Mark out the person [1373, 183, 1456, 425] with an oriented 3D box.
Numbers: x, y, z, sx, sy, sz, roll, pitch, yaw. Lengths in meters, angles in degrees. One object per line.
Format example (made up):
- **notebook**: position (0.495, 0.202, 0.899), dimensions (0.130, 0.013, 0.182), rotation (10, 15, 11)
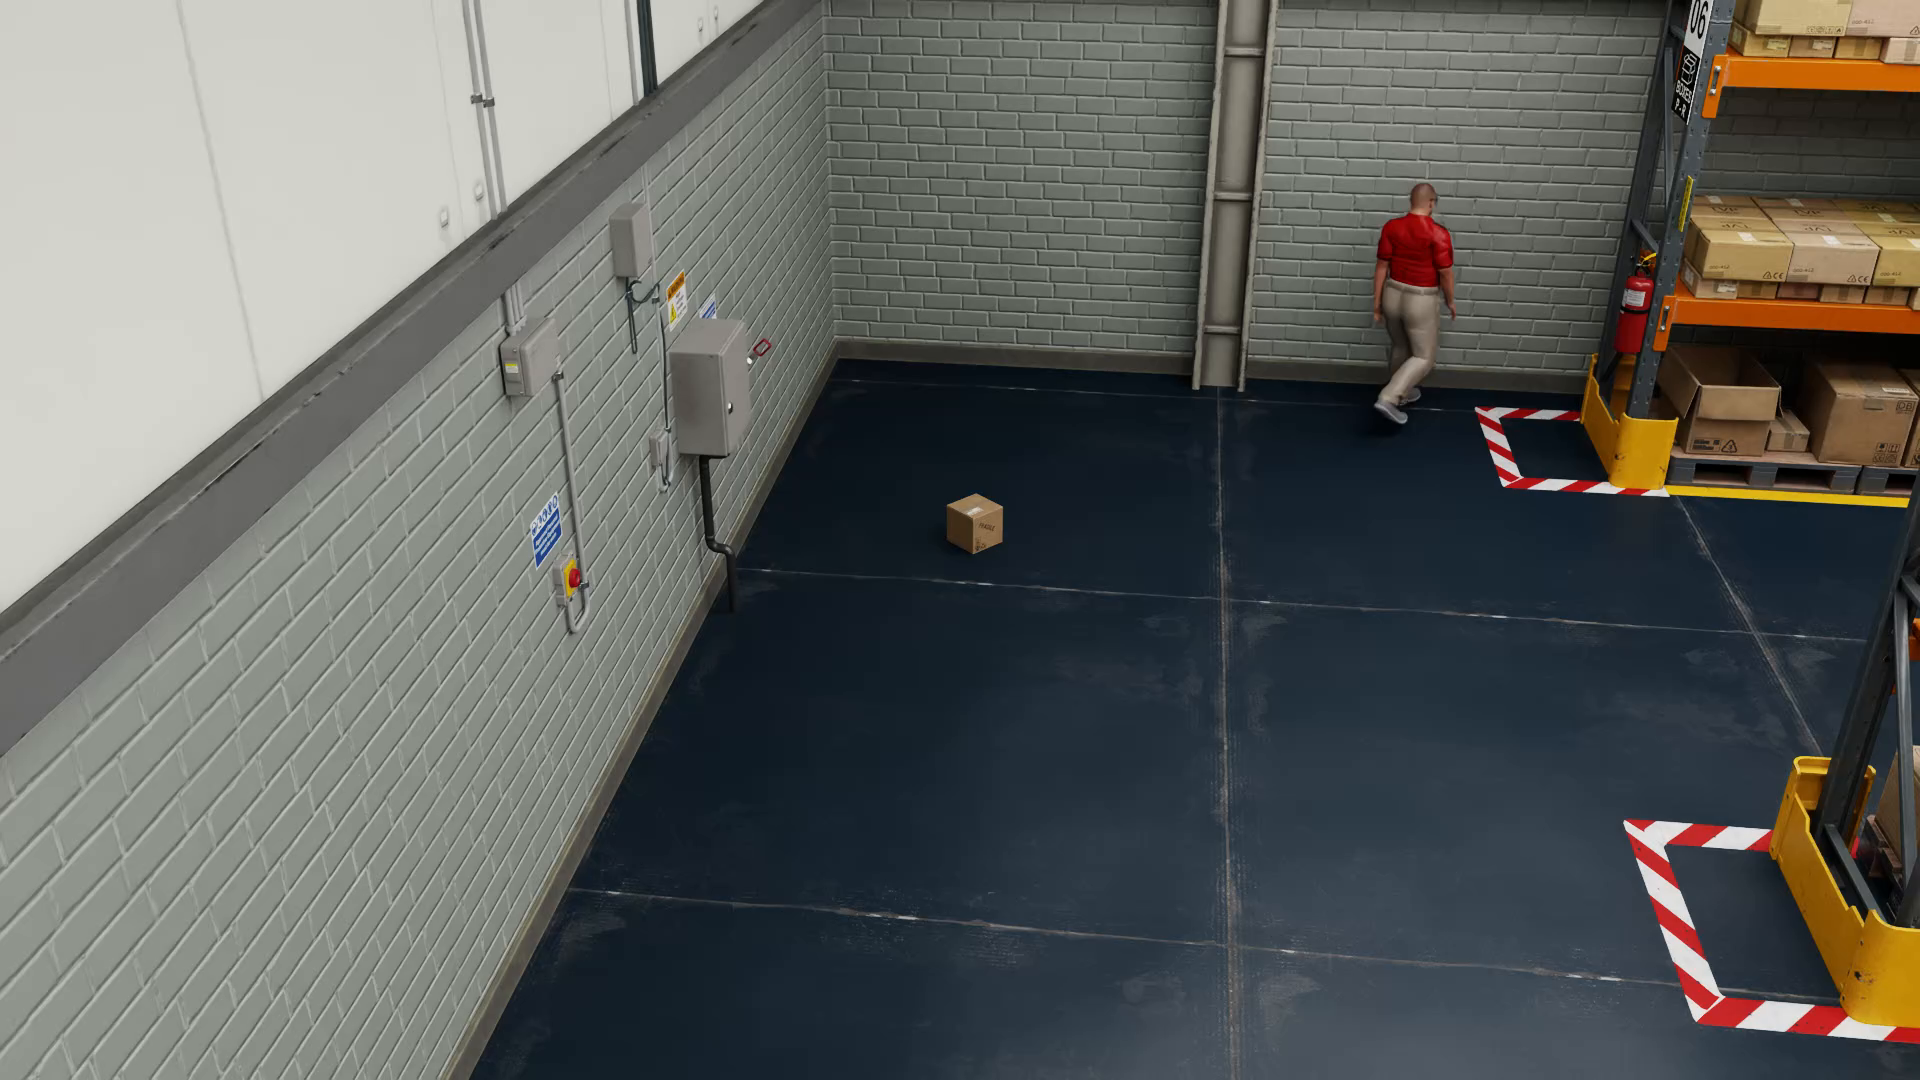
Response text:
- **person**: position (3.172, -1.662, 11.733), dimensions (0.547, 1.709, 0.901), rotation (25, 37, 39)
